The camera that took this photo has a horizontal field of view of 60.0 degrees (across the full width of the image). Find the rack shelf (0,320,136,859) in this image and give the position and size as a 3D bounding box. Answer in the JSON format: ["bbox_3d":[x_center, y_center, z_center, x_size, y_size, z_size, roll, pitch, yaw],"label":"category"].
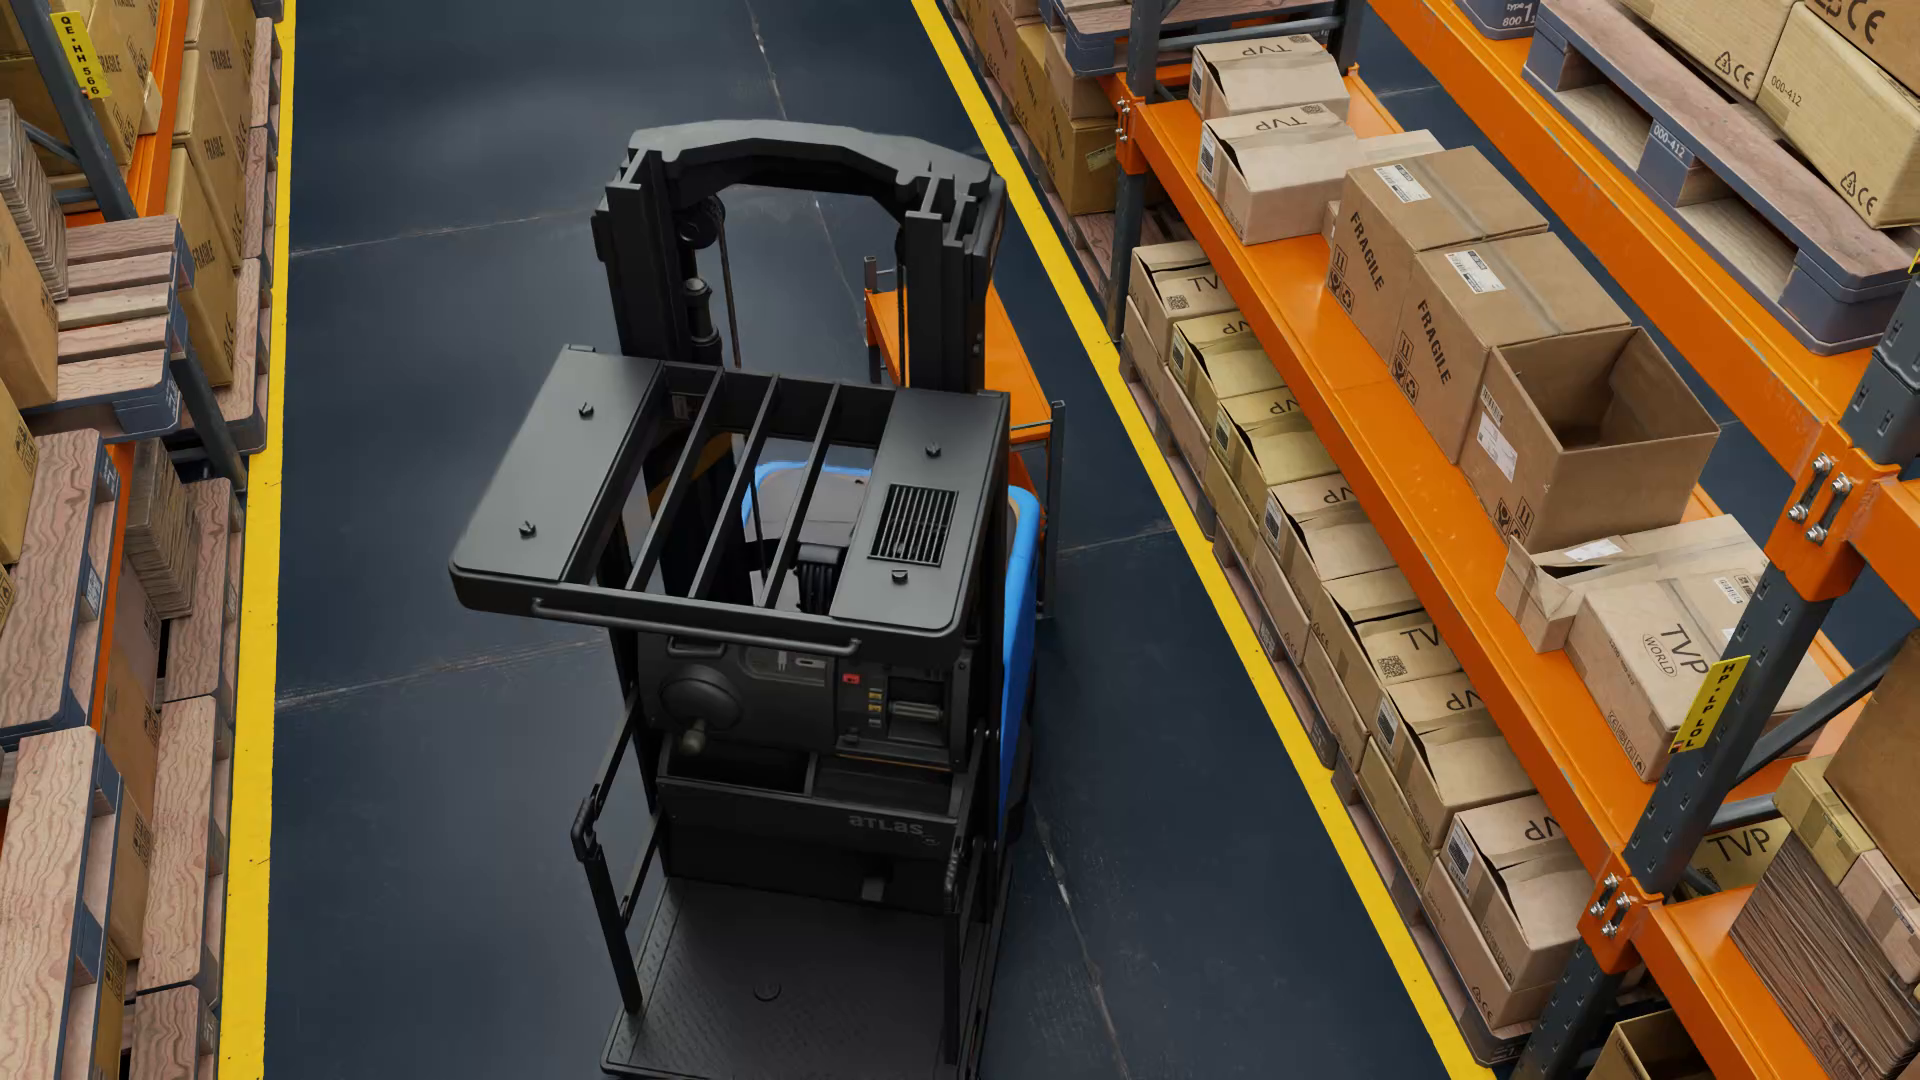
[{"bbox_3d":[-3.076,0.428,4.985,1.077,0.370,4.000,-11,47,-10],"label":"rack shelf"}]

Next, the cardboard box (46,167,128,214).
[{"bbox_3d":[-3.449,-1.393,6.428,0.380,0.149,0.250,-11,47,-11],"label":"cardboard box"}]

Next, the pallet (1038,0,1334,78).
[{"bbox_3d":[0.958,-2.501,7.486,1.213,0.211,1.003,-11,47,-10],"label":"pallet"}]

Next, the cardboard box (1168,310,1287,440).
[{"bbox_3d":[1.192,-0.718,6.842,0.500,0.311,0.500,-12,47,-11],"label":"cardboard box"}]

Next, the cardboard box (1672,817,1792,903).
[{"bbox_3d":[2.358,0.937,5.221,0.500,0.311,0.500,-11,47,-10],"label":"cardboard box"}]

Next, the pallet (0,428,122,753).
[{"bbox_3d":[-3.042,0.222,4.818,1.003,0.211,1.213,-11,47,-10],"label":"pallet"}]

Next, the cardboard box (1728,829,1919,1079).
[{"bbox_3d":[2.343,0.919,3.930,0.700,0.500,0.500,-12,47,-11],"label":"cardboard box"}]

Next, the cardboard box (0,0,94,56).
[{"bbox_3d":[-3.463,-1.994,6.037,0.500,0.250,0.500,-10,46,-9],"label":"cardboard box"}]

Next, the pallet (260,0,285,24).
[{"bbox_3d":[-4.731,-3.530,10.312,1.003,0.211,1.213,-11,47,-10],"label":"pallet"}]

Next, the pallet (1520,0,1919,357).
[{"bbox_3d":[1.985,-0.941,3.856,0.805,0.209,1.217,-12,47,-12],"label":"pallet"}]

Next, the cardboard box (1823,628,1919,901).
[{"bbox_3d":[2.343,0.465,3.467,0.700,0.500,0.500,-10,47,-10],"label":"cardboard box"}]

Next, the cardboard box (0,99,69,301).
[{"bbox_3d":[-3.458,-1.071,5.572,0.700,0.500,0.500,-16,48,-15],"label":"cardboard box"}]

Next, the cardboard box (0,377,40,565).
[{"bbox_3d":[-3.118,-0.215,4.733,0.700,0.500,0.500,-11,47,-10],"label":"cardboard box"}]

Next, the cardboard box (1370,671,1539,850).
[{"bbox_3d":[1.703,0.682,5.470,0.500,0.311,0.500,-10,46,-9],"label":"cardboard box"}]

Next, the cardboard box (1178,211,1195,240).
[{"bbox_3d":[1.359,-1.759,8.066,0.500,0.500,0.500,-9,46,-9],"label":"cardboard box"}]

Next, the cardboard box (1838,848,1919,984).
[{"bbox_3d":[2.169,0.781,3.611,0.380,0.149,0.250,-10,46,-10],"label":"cardboard box"}]

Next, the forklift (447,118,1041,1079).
[{"bbox_3d":[-0.467,0.526,4.433,1.130,2.935,3.031,7,46,7],"label":"forklift"}]

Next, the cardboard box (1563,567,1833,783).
[{"bbox_3d":[2.055,0.369,4.644,0.500,0.250,0.500,-8,46,-8],"label":"cardboard box"}]

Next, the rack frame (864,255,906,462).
[{"bbox_3d":[-0.132,-0.749,6.948,0.500,1.125,0.032,-11,47,-10],"label":"rack frame"}]

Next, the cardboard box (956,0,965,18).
[{"bbox_3d":[0.211,-3.409,9.684,0.500,0.500,0.500,-10,46,-10],"label":"cardboard box"}]

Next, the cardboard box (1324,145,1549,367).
[{"bbox_3d":[1.645,-0.993,5.803,0.500,0.500,0.500,-13,47,-12],"label":"cardboard box"}]

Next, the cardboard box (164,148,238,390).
[{"bbox_3d":[-3.650,-1.131,7.220,0.750,0.750,0.750,-11,47,-11],"label":"cardboard box"}]

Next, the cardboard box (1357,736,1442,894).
[{"bbox_3d":[1.709,0.881,5.668,0.500,0.250,0.500,-11,47,-11],"label":"cardboard box"}]

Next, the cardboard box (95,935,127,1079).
[{"bbox_3d":[-2.950,1.425,4.946,0.700,0.500,0.500,-12,47,-11],"label":"cardboard box"}]

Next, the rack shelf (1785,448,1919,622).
[{"bbox_3d":[2.735,1.231,2.097,1.077,0.370,4.000,-11,47,-10],"label":"rack shelf"}]

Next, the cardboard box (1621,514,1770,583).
[{"bbox_3d":[2.194,0.087,4.991,0.380,0.149,0.250,-11,47,-10],"label":"cardboard box"}]

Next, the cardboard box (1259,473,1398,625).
[{"bbox_3d":[1.453,-0.010,6.149,0.500,0.311,0.500,-11,47,-11],"label":"cardboard box"}]

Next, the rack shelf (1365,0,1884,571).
[{"bbox_3d":[1.711,-1.530,4.804,1.077,0.370,4.000,-11,47,-10],"label":"rack shelf"}]

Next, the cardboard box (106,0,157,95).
[{"bbox_3d":[-3.590,-2.096,6.663,0.500,0.500,0.500,-9,46,-9],"label":"cardboard box"}]

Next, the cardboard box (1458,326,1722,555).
[{"bbox_3d":[1.908,-0.283,5.108,0.500,0.500,0.500,-8,46,-7],"label":"cardboard box"}]

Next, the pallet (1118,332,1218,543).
[{"bbox_3d":[1.372,-0.562,7.403,1.003,0.211,1.213,-11,47,-10],"label":"pallet"}]

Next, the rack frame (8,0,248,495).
[{"bbox_3d":[-3.588,-1.205,6.081,1.000,3.000,0.127,-11,47,-10],"label":"rack frame"}]

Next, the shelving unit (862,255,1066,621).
[{"bbox_3d":[-0.002,-0.398,6.604,0.538,1.125,1.048,-11,47,-10],"label":"shelving unit"}]

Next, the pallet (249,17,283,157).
[{"bbox_3d":[-4.342,-2.471,9.275,1.003,0.211,1.213,-11,47,-10],"label":"pallet"}]

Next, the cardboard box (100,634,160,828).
[{"bbox_3d":[-3.180,0.719,5.639,0.700,0.500,0.500,-11,47,-11],"label":"cardboard box"}]

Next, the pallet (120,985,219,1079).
[{"bbox_3d":[-2.765,1.996,4.897,1.003,0.211,1.213,-11,47,-10],"label":"pallet"}]

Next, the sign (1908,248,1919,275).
[{"bbox_3d":[1.701,-0.586,2.793,0.100,0.325,0.005,-11,47,-10],"label":"sign"}]

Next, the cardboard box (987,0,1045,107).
[{"bbox_3d":[0.460,-2.713,9.002,0.500,0.500,0.500,-12,47,-12],"label":"cardboard box"}]

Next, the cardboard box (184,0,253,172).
[{"bbox_3d":[-4.090,-2.323,8.388,0.750,0.750,0.750,-9,46,-9],"label":"cardboard box"}]

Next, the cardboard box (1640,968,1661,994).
[{"bbox_3d":[2.360,1.140,5.414,0.500,0.250,0.500,-12,47,-11],"label":"cardboard box"}]

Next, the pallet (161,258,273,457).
[{"bbox_3d":[-3.717,-0.787,7.624,1.003,0.211,1.213,-11,47,-10],"label":"pallet"}]

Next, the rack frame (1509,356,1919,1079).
[{"bbox_3d":[2.223,0.649,4.265,1.000,3.000,0.127,-11,47,-10],"label":"rack frame"}]

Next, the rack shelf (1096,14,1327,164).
[{"bbox_3d":[0.687,-3.242,8.581,1.077,0.370,4.000,-11,47,-10],"label":"rack shelf"}]

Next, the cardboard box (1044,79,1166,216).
[{"bbox_3d":[0.733,-1.995,8.298,0.500,0.500,0.500,-9,46,-9],"label":"cardboard box"}]

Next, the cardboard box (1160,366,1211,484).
[{"bbox_3d":[1.179,-0.535,7.056,0.500,0.250,0.500,-12,47,-11],"label":"cardboard box"}]

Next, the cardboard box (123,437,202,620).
[{"bbox_3d":[-3.354,0.004,6.339,0.700,0.500,0.500,-10,46,-10],"label":"cardboard box"}]

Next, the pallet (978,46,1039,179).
[{"bbox_3d":[0.736,-2.500,9.303,1.003,0.211,1.213,-11,47,-10],"label":"pallet"}]

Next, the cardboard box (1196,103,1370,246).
[{"bbox_3d":[1.241,-1.429,6.363,0.500,0.311,0.500,-11,47,-11],"label":"cardboard box"}]

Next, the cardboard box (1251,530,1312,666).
[{"bbox_3d":[1.449,0.176,6.359,0.500,0.250,0.500,-10,46,-10],"label":"cardboard box"}]

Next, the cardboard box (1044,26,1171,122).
[{"bbox_3d":[0.714,-2.296,8.067,0.500,0.250,0.500,-9,46,-9],"label":"cardboard box"}]

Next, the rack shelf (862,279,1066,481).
[{"bbox_3d":[-0.002,-0.603,6.395,0.538,0.278,1.000,-11,47,-10],"label":"rack shelf"}]

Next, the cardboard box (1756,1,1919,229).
[{"bbox_3d":[2.075,-0.923,3.516,0.500,0.250,0.500,-6,46,-6],"label":"cardboard box"}]

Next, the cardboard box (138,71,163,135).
[{"bbox_3d":[-3.491,-1.768,6.795,0.380,0.149,0.250,-9,46,-9],"label":"cardboard box"}]

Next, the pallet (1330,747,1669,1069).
[{"bbox_3d":[1.997,1.123,5.752,1.003,0.211,1.213,-11,47,-10],"label":"pallet"}]
